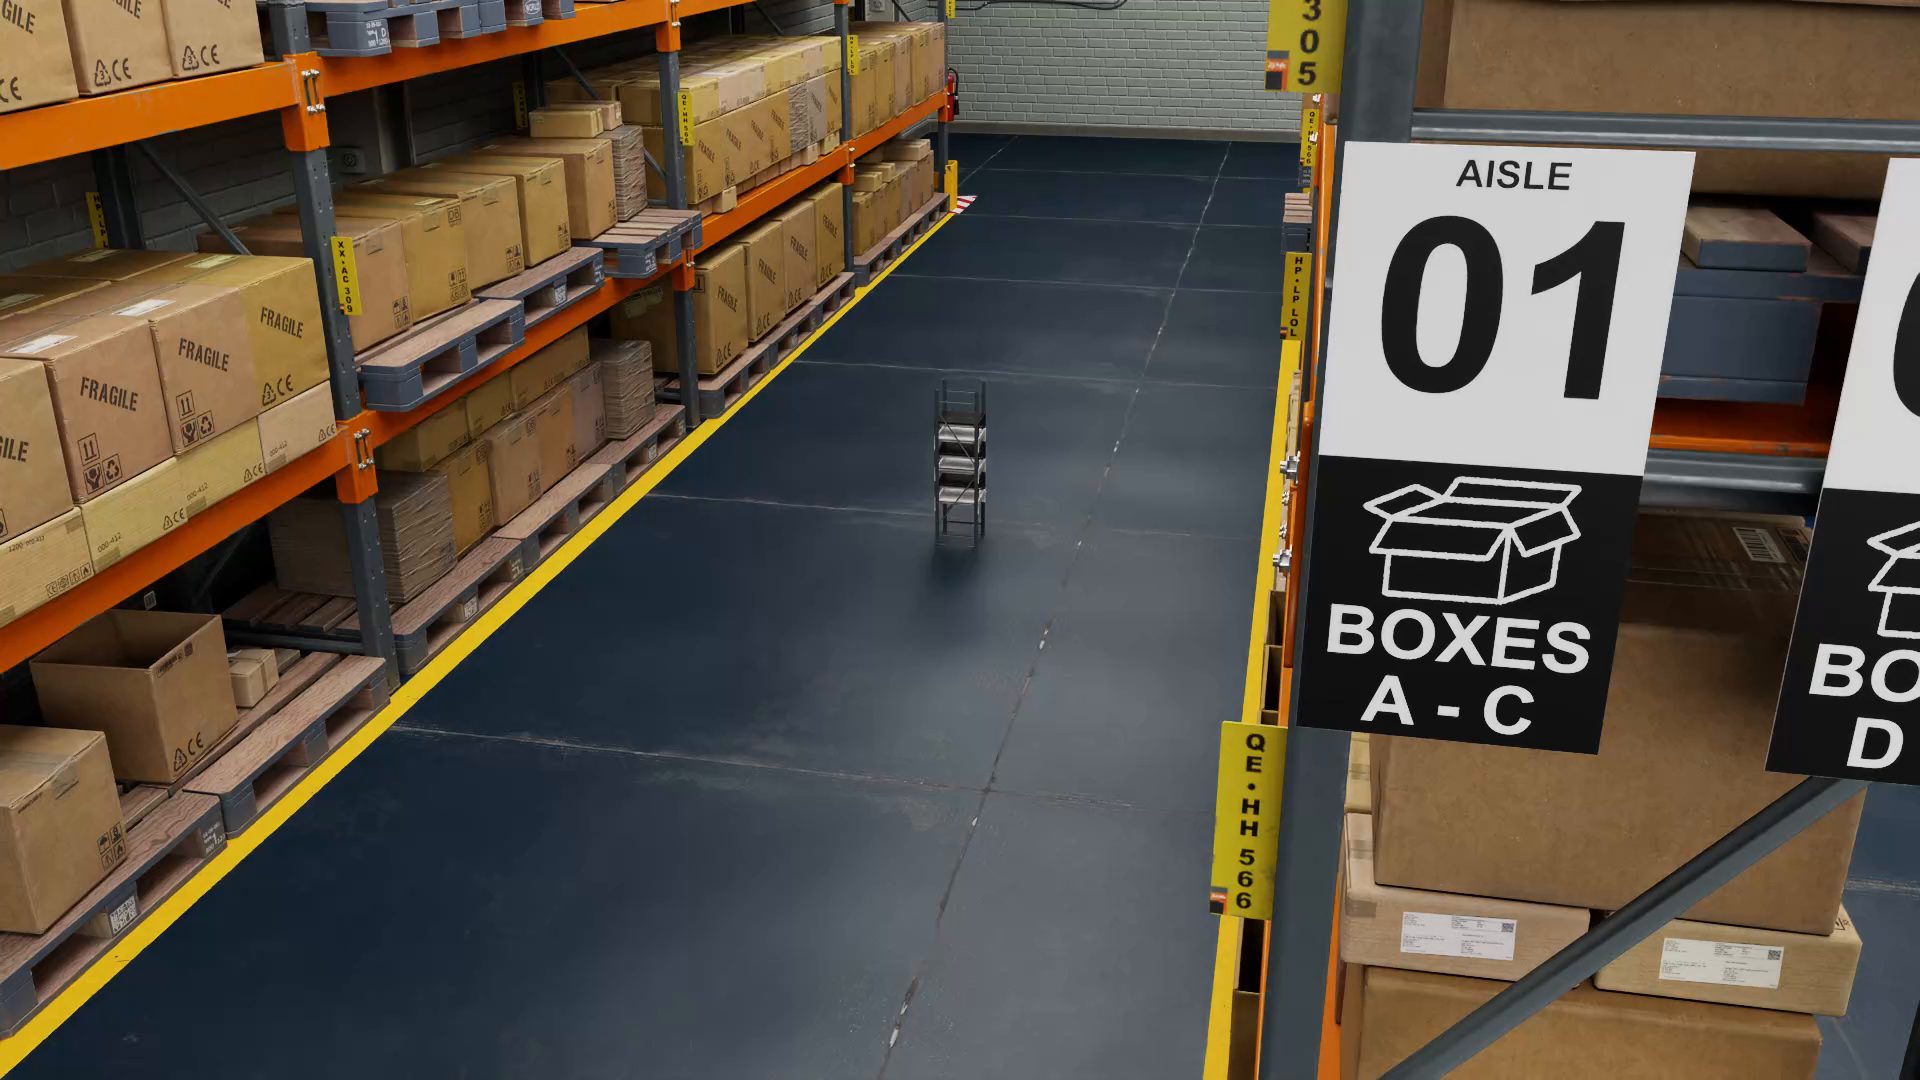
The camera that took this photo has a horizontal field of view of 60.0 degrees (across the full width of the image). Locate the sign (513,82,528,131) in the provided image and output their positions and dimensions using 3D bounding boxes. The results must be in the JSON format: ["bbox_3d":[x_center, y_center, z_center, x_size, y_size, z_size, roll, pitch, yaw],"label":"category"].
[{"bbox_3d":[-2.808,-2.771,10.670,0.100,0.325,0.005,4,22,11],"label":"sign"}]

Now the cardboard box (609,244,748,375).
[{"bbox_3d":[-1.986,-1.650,11.750,0.750,0.750,0.750,4,22,10],"label":"cardboard box"}]

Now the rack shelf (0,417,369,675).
[{"bbox_3d":[-3.488,0.335,5.470,1.077,0.370,4.000,4,22,11],"label":"rack shelf"}]

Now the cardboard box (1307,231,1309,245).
[{"bbox_3d":[3.241,-2.554,14.438,0.500,0.500,0.500,4,22,11],"label":"cardboard box"}]

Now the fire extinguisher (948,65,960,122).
[{"bbox_3d":[-0.149,-4.930,18.183,0.296,0.674,0.183,4,22,11],"label":"fire extinguisher"}]

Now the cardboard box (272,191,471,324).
[{"bbox_3d":[-2.822,-1.368,8.013,0.700,0.500,0.500,7,23,16],"label":"cardboard box"}]

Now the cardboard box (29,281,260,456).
[{"bbox_3d":[-2.970,-0.638,6.094,0.500,0.500,0.500,4,22,11],"label":"cardboard box"}]

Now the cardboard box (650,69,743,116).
[{"bbox_3d":[-1.810,-3.078,11.418,0.500,0.250,0.500,4,22,10],"label":"cardboard box"}]

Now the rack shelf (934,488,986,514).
[{"bbox_3d":[0.002,-0.223,9.273,0.258,0.077,0.200,4,22,11],"label":"rack shelf"}]

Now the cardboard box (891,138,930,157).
[{"bbox_3d":[-0.524,-4.131,17.511,0.380,0.149,0.250,4,22,10],"label":"cardboard box"}]

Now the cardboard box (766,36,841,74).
[{"bbox_3d":[-1.293,-4.007,13.726,0.500,0.250,0.500,5,22,12],"label":"cardboard box"}]

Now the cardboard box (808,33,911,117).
[{"bbox_3d":[-1.028,-4.526,16.174,0.980,0.700,0.700,3,22,8],"label":"cardboard box"}]

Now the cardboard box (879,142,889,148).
[{"bbox_3d":[-0.949,-4.067,17.353,0.380,0.149,0.250,5,22,11],"label":"cardboard box"}]

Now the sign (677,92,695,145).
[{"bbox_3d":[-1.731,-2.656,10.489,0.100,0.325,0.005,4,22,11],"label":"sign"}]

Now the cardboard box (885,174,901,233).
[{"bbox_3d":[-0.982,-3.328,16.386,0.700,0.500,0.500,5,22,12],"label":"cardboard box"}]

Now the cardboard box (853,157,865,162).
[{"bbox_3d":[-1.156,-3.696,16.432,0.380,0.149,0.250,4,22,10],"label":"cardboard box"}]

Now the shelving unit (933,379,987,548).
[{"bbox_3d":[0.002,-0.420,9.193,0.258,0.900,0.210,4,22,11],"label":"shelving unit"}]

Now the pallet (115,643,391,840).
[{"bbox_3d":[-3.183,0.811,7.056,1.003,0.211,1.213,4,22,11],"label":"pallet"}]

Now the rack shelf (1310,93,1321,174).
[{"bbox_3d":[2.178,-2.143,7.608,1.077,0.370,4.000,4,22,11],"label":"rack shelf"}]

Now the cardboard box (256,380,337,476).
[{"bbox_3d":[-2.880,-0.474,6.689,0.500,0.250,0.500,5,22,11],"label":"cardboard box"}]

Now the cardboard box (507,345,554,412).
[{"bbox_3d":[-2.638,-0.926,9.391,0.500,0.250,0.500,4,22,11],"label":"cardboard box"}]

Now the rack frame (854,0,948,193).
[{"bbox_3d":[-0.632,-5.119,18.049,1.000,3.000,0.127,4,22,11],"label":"rack frame"}]

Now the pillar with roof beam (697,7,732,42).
[{"bbox_3d":[2.063,-6.433,13.280,9.100,9.000,0.400,4,22,11],"label":"pillar with roof beam"}]

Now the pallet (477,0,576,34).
[{"bbox_3d":[-2.641,-2.632,8.109,1.213,0.211,1.003,4,22,11],"label":"pallet"}]

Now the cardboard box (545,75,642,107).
[{"bbox_3d":[-2.425,-2.920,11.027,0.500,0.250,0.500,5,22,12],"label":"cardboard box"}]

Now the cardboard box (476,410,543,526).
[{"bbox_3d":[-2.746,-0.422,9.143,0.700,0.500,0.500,5,22,12],"label":"cardboard box"}]

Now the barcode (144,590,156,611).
[{"bbox_3d":[-3.425,0.256,7.032,0.001,0.075,0.075,4,22,11],"label":"barcode"}]

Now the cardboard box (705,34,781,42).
[{"bbox_3d":[-1.797,-4.049,13.830,0.500,0.250,0.500,5,23,13],"label":"cardboard box"}]

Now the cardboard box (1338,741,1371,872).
[{"bbox_3d":[0.897,0.511,3.066,0.380,0.149,0.250,5,22,12],"label":"cardboard box"}]

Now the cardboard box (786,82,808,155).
[{"bbox_3d":[-1.501,-3.291,12.952,0.500,0.500,0.500,4,22,11],"label":"cardboard box"}]

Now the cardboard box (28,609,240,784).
[{"bbox_3d":[-3.253,0.608,6.587,0.500,0.500,0.500,3,22,7],"label":"cardboard box"}]

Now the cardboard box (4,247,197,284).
[{"bbox_3d":[-3.381,-0.862,6.649,0.500,0.500,0.500,4,22,10],"label":"cardboard box"}]

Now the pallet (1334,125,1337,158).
[{"bbox_3d":[1.370,-0.946,3.790,1.003,0.211,1.213,4,22,11],"label":"pallet"}]

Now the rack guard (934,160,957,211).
[{"bbox_3d":[-0.627,-3.968,18.538,1.175,0.500,0.348,4,22,11],"label":"rack guard"}]

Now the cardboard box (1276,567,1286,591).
[{"bbox_3d":[1.572,0.296,6.970,0.500,0.311,0.500,4,22,11],"label":"cardboard box"}]

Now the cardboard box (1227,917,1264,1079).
[{"bbox_3d":[0.962,1.256,4.335,0.500,0.500,0.500,4,22,11],"label":"cardboard box"}]

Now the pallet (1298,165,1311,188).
[{"bbox_3d":[3.132,-2.907,12.813,1.003,0.211,1.213,4,22,11],"label":"pallet"}]

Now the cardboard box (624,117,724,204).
[{"bbox_3d":[-1.914,-2.545,11.099,0.500,0.500,0.500,5,22,13],"label":"cardboard box"}]

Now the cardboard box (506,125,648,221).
[{"bbox_3d":[-2.350,-2.271,10.255,0.700,0.500,0.500,2,22,5],"label":"cardboard box"}]

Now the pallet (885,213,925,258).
[{"bbox_3d":[-0.969,-3.082,16.724,1.003,0.211,1.213,4,22,11],"label":"pallet"}]

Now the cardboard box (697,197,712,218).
[{"bbox_3d":[-1.910,-2.280,11.310,0.380,0.149,0.250,5,22,12],"label":"cardboard box"}]

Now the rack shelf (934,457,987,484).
[{"bbox_3d":[0.002,-0.389,9.205,0.258,0.077,0.200,4,22,11],"label":"rack shelf"}]

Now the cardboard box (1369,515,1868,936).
[{"bbox_3d":[1.072,0.271,2.794,0.700,0.500,0.500,5,22,11],"label":"cardboard box"}]

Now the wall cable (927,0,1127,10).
[{"bbox_3d":[0.872,-8.503,22.577,3.097,2.526,0.112,4,22,11],"label":"wall cable"}]

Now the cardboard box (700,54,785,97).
[{"bbox_3d":[-1.614,-3.448,12.337,0.500,0.250,0.500,4,22,10],"label":"cardboard box"}]

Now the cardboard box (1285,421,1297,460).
[{"bbox_3d":[1.987,-0.448,8.819,0.500,0.311,0.500,4,22,9],"label":"cardboard box"}]

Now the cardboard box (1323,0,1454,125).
[{"bbox_3d":[0.931,-0.914,3.044,0.500,0.250,0.500,4,22,11],"label":"cardboard box"}]

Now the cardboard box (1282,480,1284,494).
[{"bbox_3d":[1.990,-0.193,8.935,0.500,0.250,0.500,4,22,10],"label":"cardboard box"}]

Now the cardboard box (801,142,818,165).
[{"bbox_3d":[-1.361,-3.117,13.388,0.380,0.149,0.250,4,22,11],"label":"cardboard box"}]

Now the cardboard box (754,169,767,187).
[{"bbox_3d":[-1.668,-2.751,12.478,0.380,0.149,0.250,5,22,11],"label":"cardboard box"}]

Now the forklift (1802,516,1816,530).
[{"bbox_3d":[4.873,-1.154,8.296,1.130,2.935,3.031,6,23,13],"label":"forklift"}]

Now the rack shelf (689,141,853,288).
[{"bbox_3d":[-1.856,-2.591,12.735,1.077,0.370,4.000,4,22,11],"label":"rack shelf"}]

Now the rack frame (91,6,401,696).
[{"bbox_3d":[-3.080,-0.730,7.152,1.000,3.000,0.127,4,22,11],"label":"rack frame"}]
